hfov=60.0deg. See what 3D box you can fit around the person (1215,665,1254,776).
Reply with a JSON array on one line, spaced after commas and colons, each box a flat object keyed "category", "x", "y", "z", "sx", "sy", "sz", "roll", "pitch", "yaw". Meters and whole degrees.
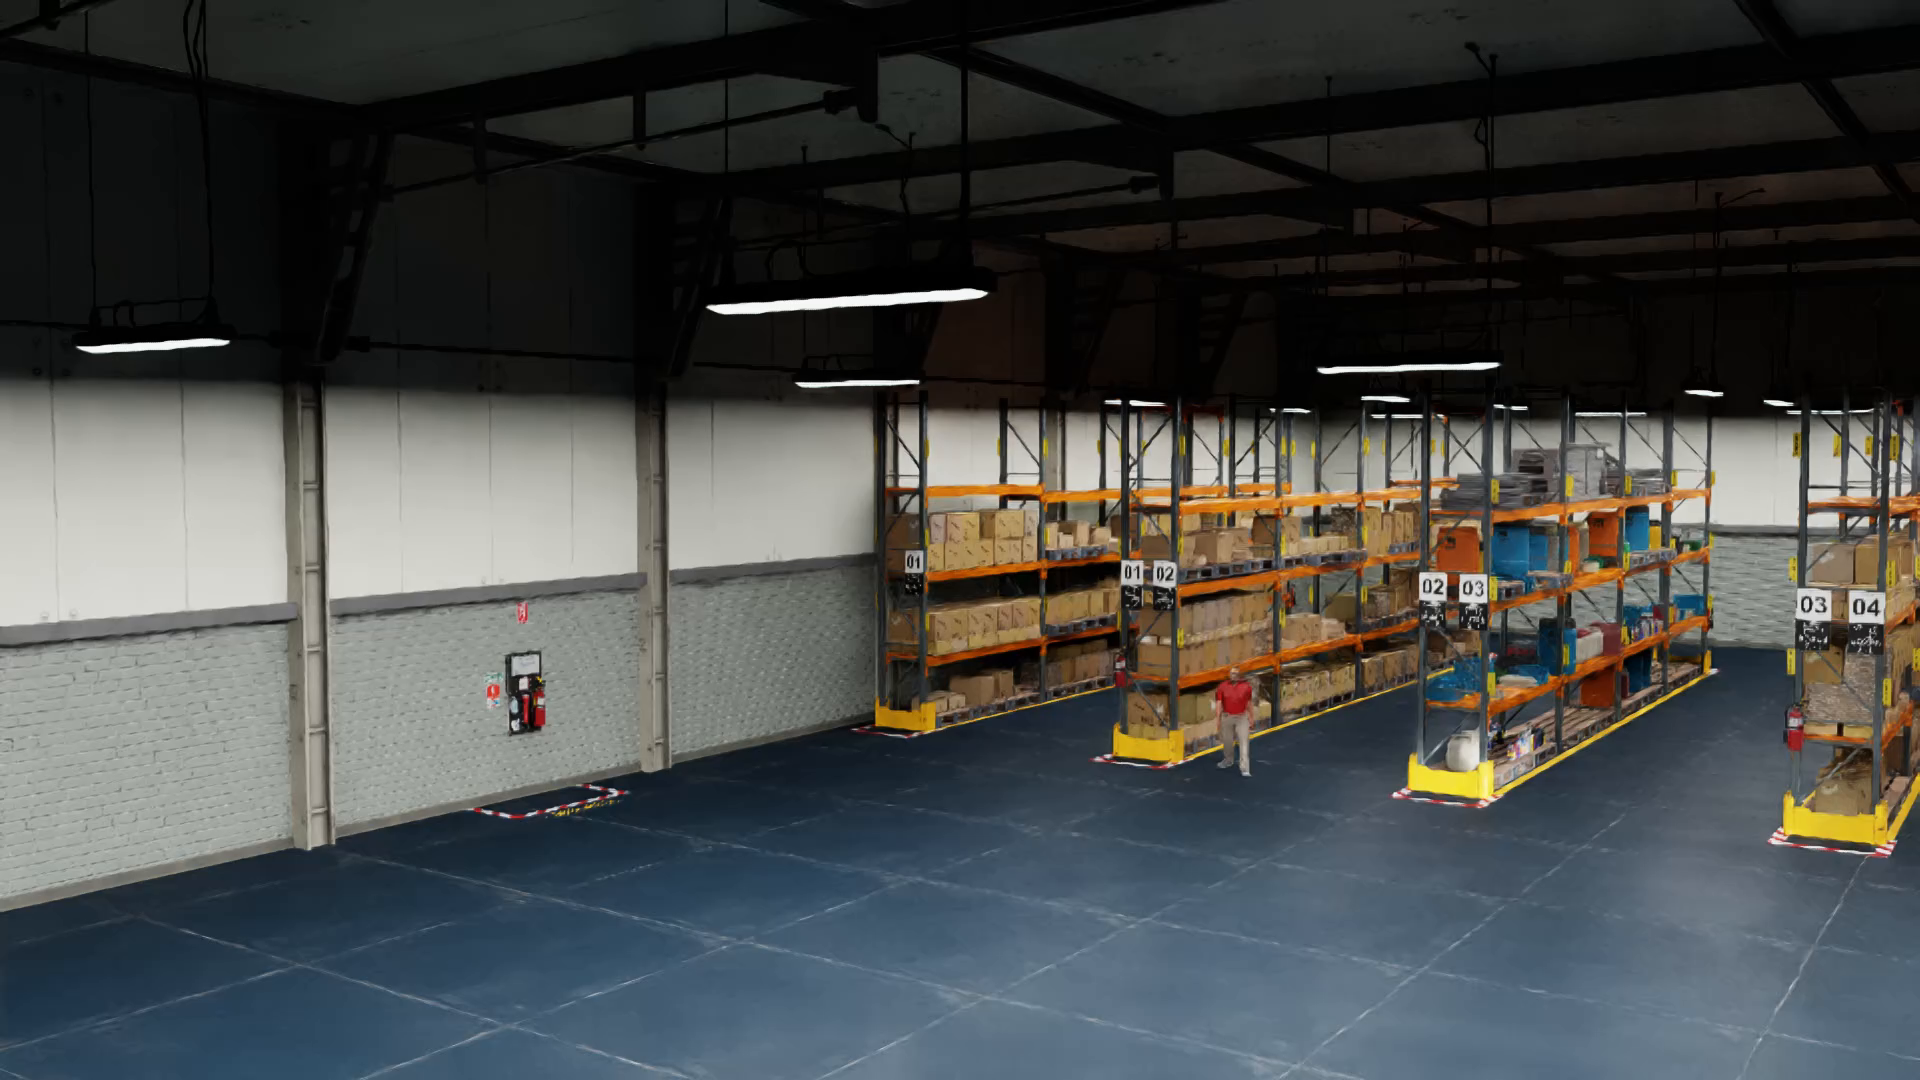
[{"category": "person", "x": 4.220, "y": 2.749, "z": 25.548, "sx": 0.586, "sy": 1.679, "sz": 0.972, "roll": 1, "pitch": 3, "yaw": 12}]
